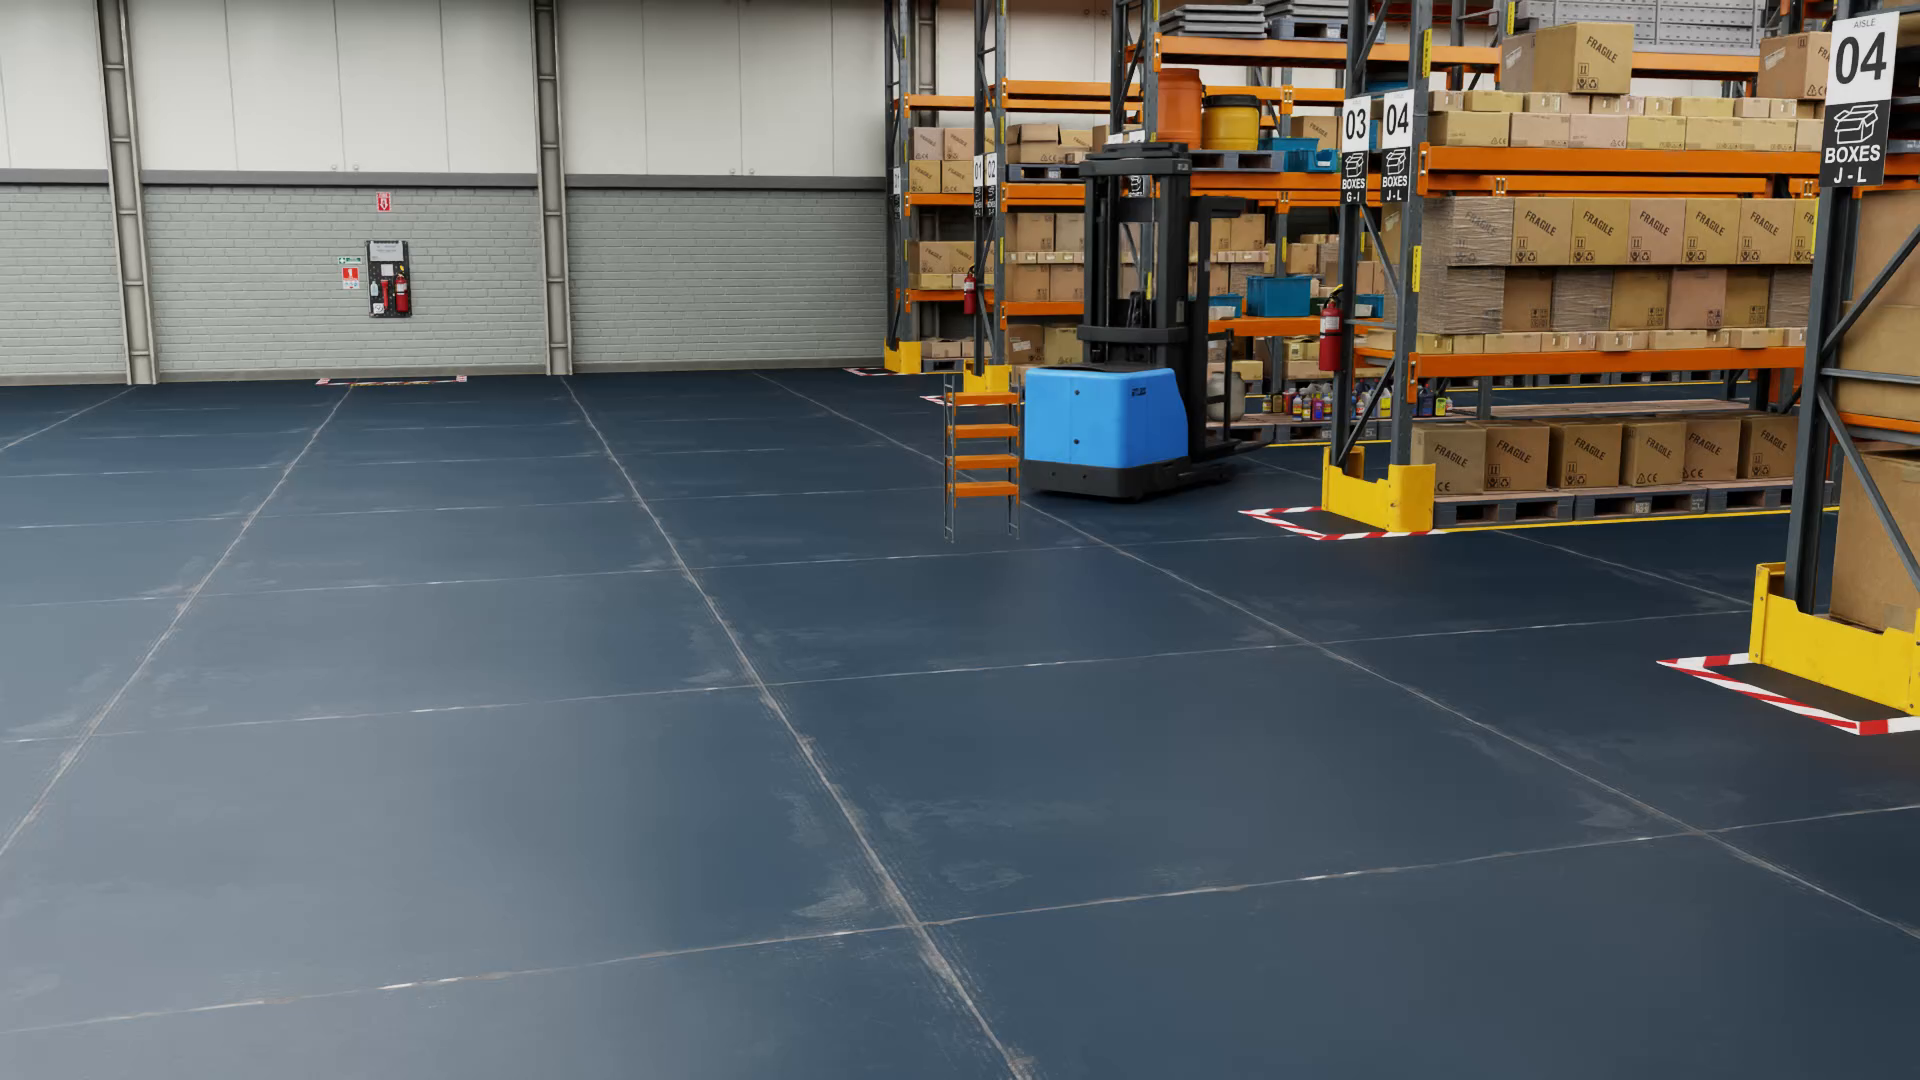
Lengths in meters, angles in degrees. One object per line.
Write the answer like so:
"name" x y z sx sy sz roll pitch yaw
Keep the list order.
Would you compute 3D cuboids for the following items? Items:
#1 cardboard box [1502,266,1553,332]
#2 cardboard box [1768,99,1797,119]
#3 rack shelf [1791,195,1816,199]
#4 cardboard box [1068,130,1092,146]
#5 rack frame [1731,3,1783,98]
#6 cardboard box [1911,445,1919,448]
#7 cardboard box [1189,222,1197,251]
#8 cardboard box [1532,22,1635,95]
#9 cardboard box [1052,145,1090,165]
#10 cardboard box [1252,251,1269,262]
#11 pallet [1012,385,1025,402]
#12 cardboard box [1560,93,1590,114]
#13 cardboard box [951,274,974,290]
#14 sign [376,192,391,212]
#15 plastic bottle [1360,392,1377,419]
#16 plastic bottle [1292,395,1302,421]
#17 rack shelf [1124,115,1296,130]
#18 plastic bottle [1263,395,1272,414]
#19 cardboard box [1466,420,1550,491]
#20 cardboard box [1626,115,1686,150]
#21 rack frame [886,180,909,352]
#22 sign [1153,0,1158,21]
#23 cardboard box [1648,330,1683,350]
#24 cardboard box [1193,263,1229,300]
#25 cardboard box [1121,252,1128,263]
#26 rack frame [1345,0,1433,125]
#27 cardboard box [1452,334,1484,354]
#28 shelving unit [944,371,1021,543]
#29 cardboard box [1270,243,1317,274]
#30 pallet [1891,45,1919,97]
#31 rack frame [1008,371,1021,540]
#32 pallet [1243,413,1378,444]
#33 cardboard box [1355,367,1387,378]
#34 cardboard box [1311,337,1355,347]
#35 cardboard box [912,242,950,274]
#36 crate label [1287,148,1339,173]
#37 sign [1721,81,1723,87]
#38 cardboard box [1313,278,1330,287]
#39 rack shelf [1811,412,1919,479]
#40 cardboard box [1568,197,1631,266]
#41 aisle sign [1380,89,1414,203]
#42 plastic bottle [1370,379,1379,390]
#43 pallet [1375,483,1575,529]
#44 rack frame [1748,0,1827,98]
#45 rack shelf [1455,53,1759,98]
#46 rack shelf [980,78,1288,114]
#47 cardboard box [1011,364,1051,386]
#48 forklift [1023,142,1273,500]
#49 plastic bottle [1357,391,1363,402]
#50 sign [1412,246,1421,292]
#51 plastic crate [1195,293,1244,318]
"cardboard box" 4.133 -1.897 12.967 0.500 0.500 0.875 -3 11 -16
"cardboard box" 6.261 -3.340 12.932 0.250 0.149 0.380 -4 11 -19
"rack shelf" 13.827 -5.184 25.624 4.000 0.370 1.077 -3 11 -16
"cardboard box" 1.906 -6.341 26.830 0.500 0.500 0.500 -2 11 -13
"rack frame" 11.907 -6.912 24.738 0.127 3.000 1.000 -3 11 -16
"cardboard box" 8.050 -0.870 14.175 0.500 0.500 0.700 -3 11 -16
"cardboard box" 2.836 -4.169 22.550 0.500 0.500 0.700 -3 11 -16
"cardboard box" 4.651 -3.577 12.427 0.500 0.500 0.500 -3 11 -16
"cardboard box" 1.417 -5.135 22.239 0.500 0.250 0.500 -3 11 -16
"cardboard box" 4.025 -3.874 22.737 0.250 0.149 0.380 -3 11 -16
"pallet" 1.108 -2.029 22.484 1.213 0.211 1.003 -3 11 -16
"cardboard box" 4.479 -3.247 12.426 0.250 0.149 0.380 -3 11 -16
"cardboard box" 0.049 -4.150 26.661 0.500 0.250 0.500 -3 11 -18
"sign" -8.752 -5.136 25.257 0.199 0.298 0.001 -3 11 -16
"plastic bottle" 4.417 -1.456 17.979 0.135 0.276 0.152 -3 11 -15
"plastic bottle" 3.594 -1.405 17.715 0.097 0.271 0.097 0 10 0
"rack shelf" 4.758 -6.919 27.866 4.000 0.370 1.077 -3 11 -16
"plastic bottle" 3.407 -1.502 18.436 0.097 0.201 0.097 0 10 0
"cardboard box" 4.319 -0.674 13.168 0.500 0.500 0.500 0 10 -1
"cardboard box" 5.154 -3.092 12.685 0.500 0.250 0.500 -3 11 -14
"rack frame" -1.003 -4.215 26.659 0.127 3.000 1.000 -3 11 -16
"sign" 1.916 -5.245 16.259 0.005 0.325 0.100 -3 11 -16
"cardboard box" 5.422 -1.576 13.014 0.250 0.149 0.380 -3 11 -16
"cardboard box" 3.297 -3.555 22.794 0.500 0.500 0.700 -3 11 -17
"cardboard box" 2.058 -3.770 22.175 0.250 0.149 0.380 -3 11 -17
"rack frame" 3.150 -4.582 12.084 0.127 3.000 1.000 -3 11 -16
"cardboard box" 3.736 -1.491 12.553 0.250 0.149 0.380 -3 11 -16
"shelving unit" 0.159 -0.598 11.983 0.503 1.200 0.258 -3 11 -16
"cardboard box" 5.701 -4.827 28.491 0.500 0.500 0.700 -4 11 -21
"pallet" 5.149 -2.236 7.866 1.213 0.211 1.003 -3 11 -16
"rack frame" 0.393 -0.611 12.050 0.015 1.200 0.240 -3 11 -16
"pallet" 3.777 -1.235 18.172 1.213 0.211 1.003 -3 11 -16
"cardboard box" 5.670 -2.441 23.454 0.500 0.250 0.500 -3 11 -18
"cardboard box" 5.174 -2.689 23.253 0.500 0.311 0.500 -3 11 -17
"cardboard box" -0.461 -4.492 26.450 0.500 0.500 0.500 -3 11 -16
"crate label" 3.656 -3.932 17.248 0.408 0.251 0.502 -3 11 -16
"sign" 14.210 -8.609 30.941 0.005 0.325 0.100 -3 11 -16
"cardboard box" 5.019 -3.567 23.509 0.258 0.266 0.396 -3 11 -17
"rack shelf" 6.360 -0.512 8.530 4.000 0.370 1.077 -3 11 -16
"cardboard box" 4.716 -2.349 12.664 0.500 0.500 0.500 -3 11 -16
"aisle sign" 3.175 -2.855 12.091 0.004 0.787 0.394 -3 11 -16
"plastic bottle" 4.716 -1.640 18.773 0.185 0.351 0.144 -3 11 -14
"pallet" 4.013 -0.299 13.090 1.213 0.211 1.003 -3 11 -16
"rack frame" 9.447 -5.848 18.960 0.127 3.000 1.000 -3 11 -16
"rack shelf" 7.527 -5.197 18.511 4.000 0.370 1.077 -3 11 -16
"rack shelf" 2.305 -5.855 22.090 4.000 0.370 1.077 -3 11 -16
"cardboard box" 0.962 -2.197 22.131 0.500 0.250 0.500 -3 11 -16
"forklift" 1.823 -1.983 14.722 1.130 2.935 3.031 8 13 36
"plastic bottle" 4.387 -1.478 18.078 0.133 0.283 0.061 -3 11 -16
"sign" 3.302 -1.963 12.036 0.005 0.325 0.100 -3 11 -16
"plastic crate" 2.788 -2.529 17.911 0.408 0.251 0.499 -3 11 -16
